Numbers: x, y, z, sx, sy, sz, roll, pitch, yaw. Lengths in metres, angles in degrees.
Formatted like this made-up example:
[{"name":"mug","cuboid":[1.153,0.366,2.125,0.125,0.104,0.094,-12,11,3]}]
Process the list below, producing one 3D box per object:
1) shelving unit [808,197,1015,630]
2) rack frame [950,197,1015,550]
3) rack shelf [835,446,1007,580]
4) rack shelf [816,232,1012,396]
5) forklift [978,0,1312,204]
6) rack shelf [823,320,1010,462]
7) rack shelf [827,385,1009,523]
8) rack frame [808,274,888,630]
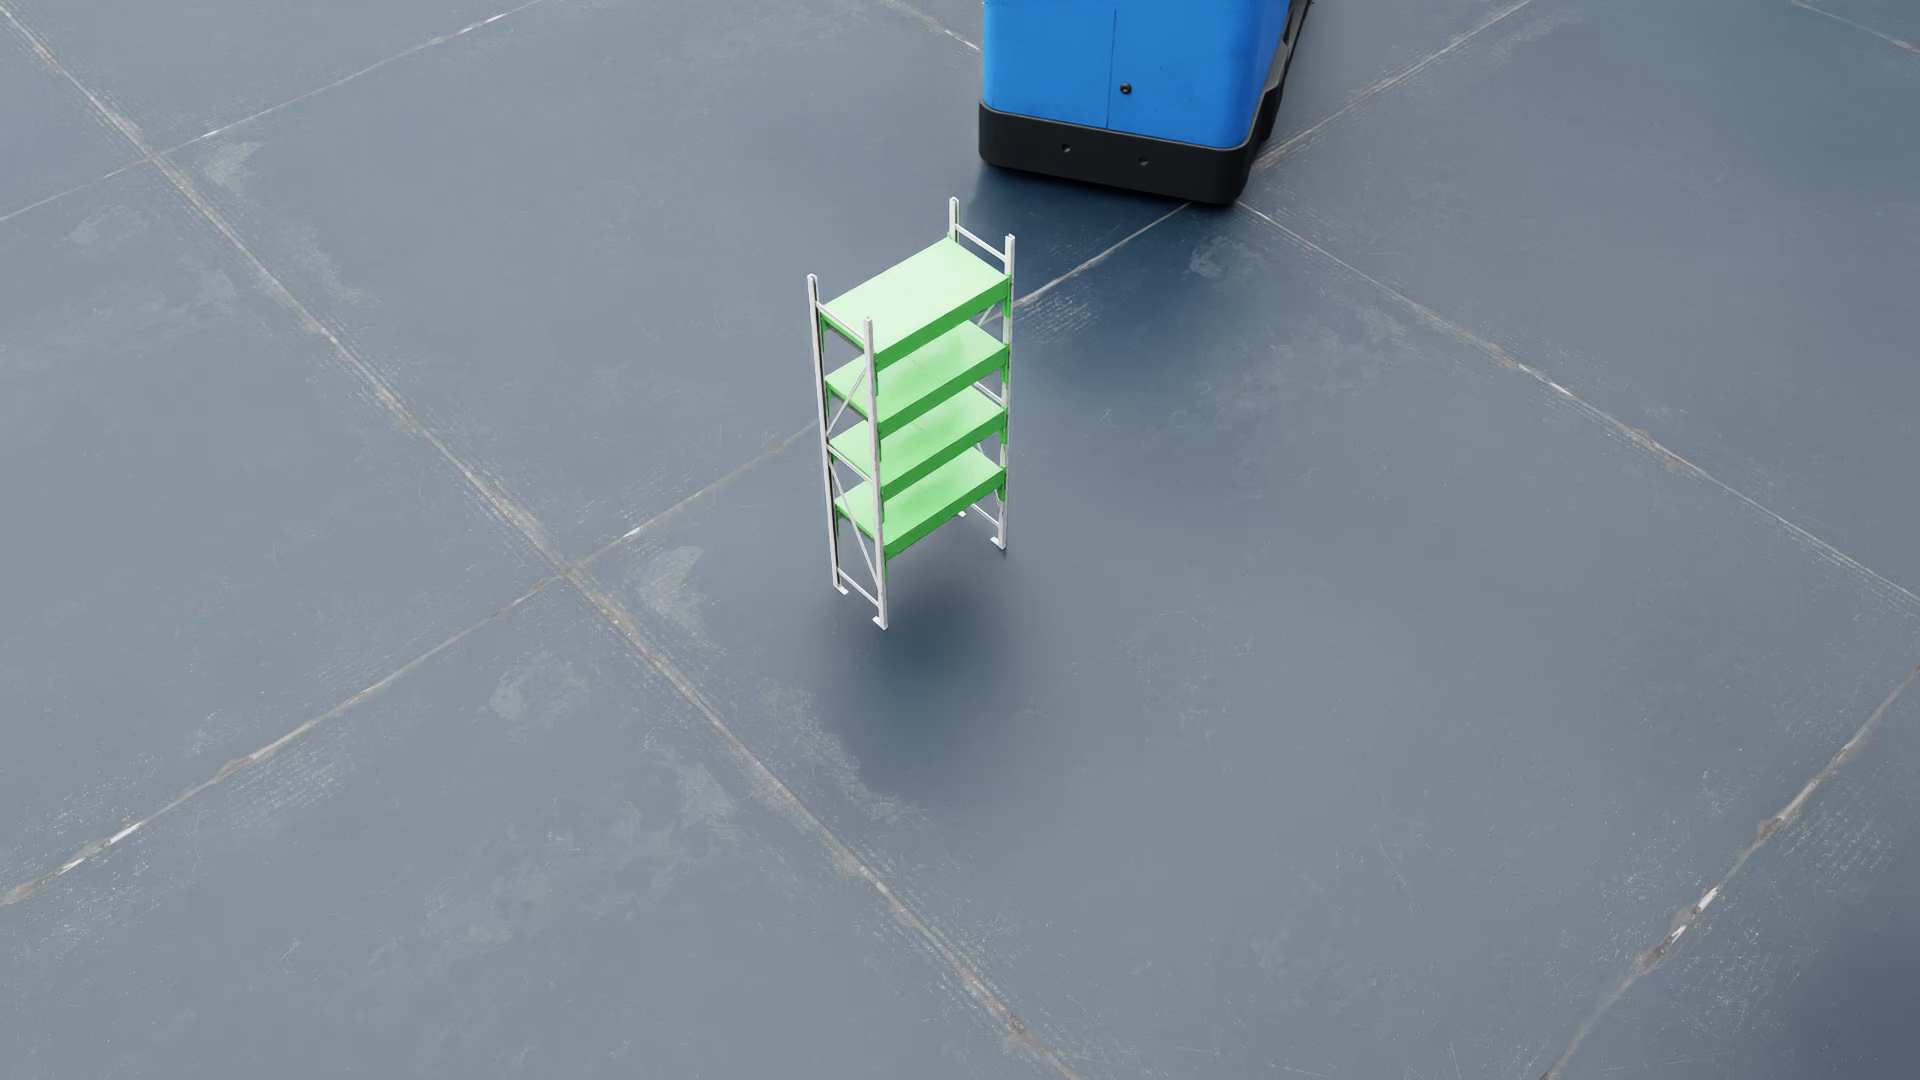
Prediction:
[{"name":"shelving unit","cuboid":[-0.122,-0.325,4.734,0.503,1.200,0.258,-34,56,-27]},{"name":"rack frame","cuboid":[0.058,-0.446,4.845,0.015,1.200,0.240,-34,56,-27]},{"name":"rack shelf","cuboid":[-0.122,-0.119,4.957,0.480,0.148,0.258,-34,56,-27]},{"name":"rack shelf","cuboid":[-0.122,-0.607,4.428,0.480,0.148,0.258,-34,56,-27]},{"name":"forklift","cuboid":[0.991,-3.382,6.376,1.130,2.935,3.031,13,49,11]},{"name":"rack shelf","cuboid":[-0.122,-0.444,4.604,0.480,0.148,0.258,-34,56,-27]},{"name":"rack shelf","cuboid":[-0.122,-0.282,4.780,0.480,0.148,0.258,-34,56,-27]},{"name":"rack frame","cuboid":[-0.303,-0.204,4.622,0.015,1.200,0.240,-34,56,-27]}]
